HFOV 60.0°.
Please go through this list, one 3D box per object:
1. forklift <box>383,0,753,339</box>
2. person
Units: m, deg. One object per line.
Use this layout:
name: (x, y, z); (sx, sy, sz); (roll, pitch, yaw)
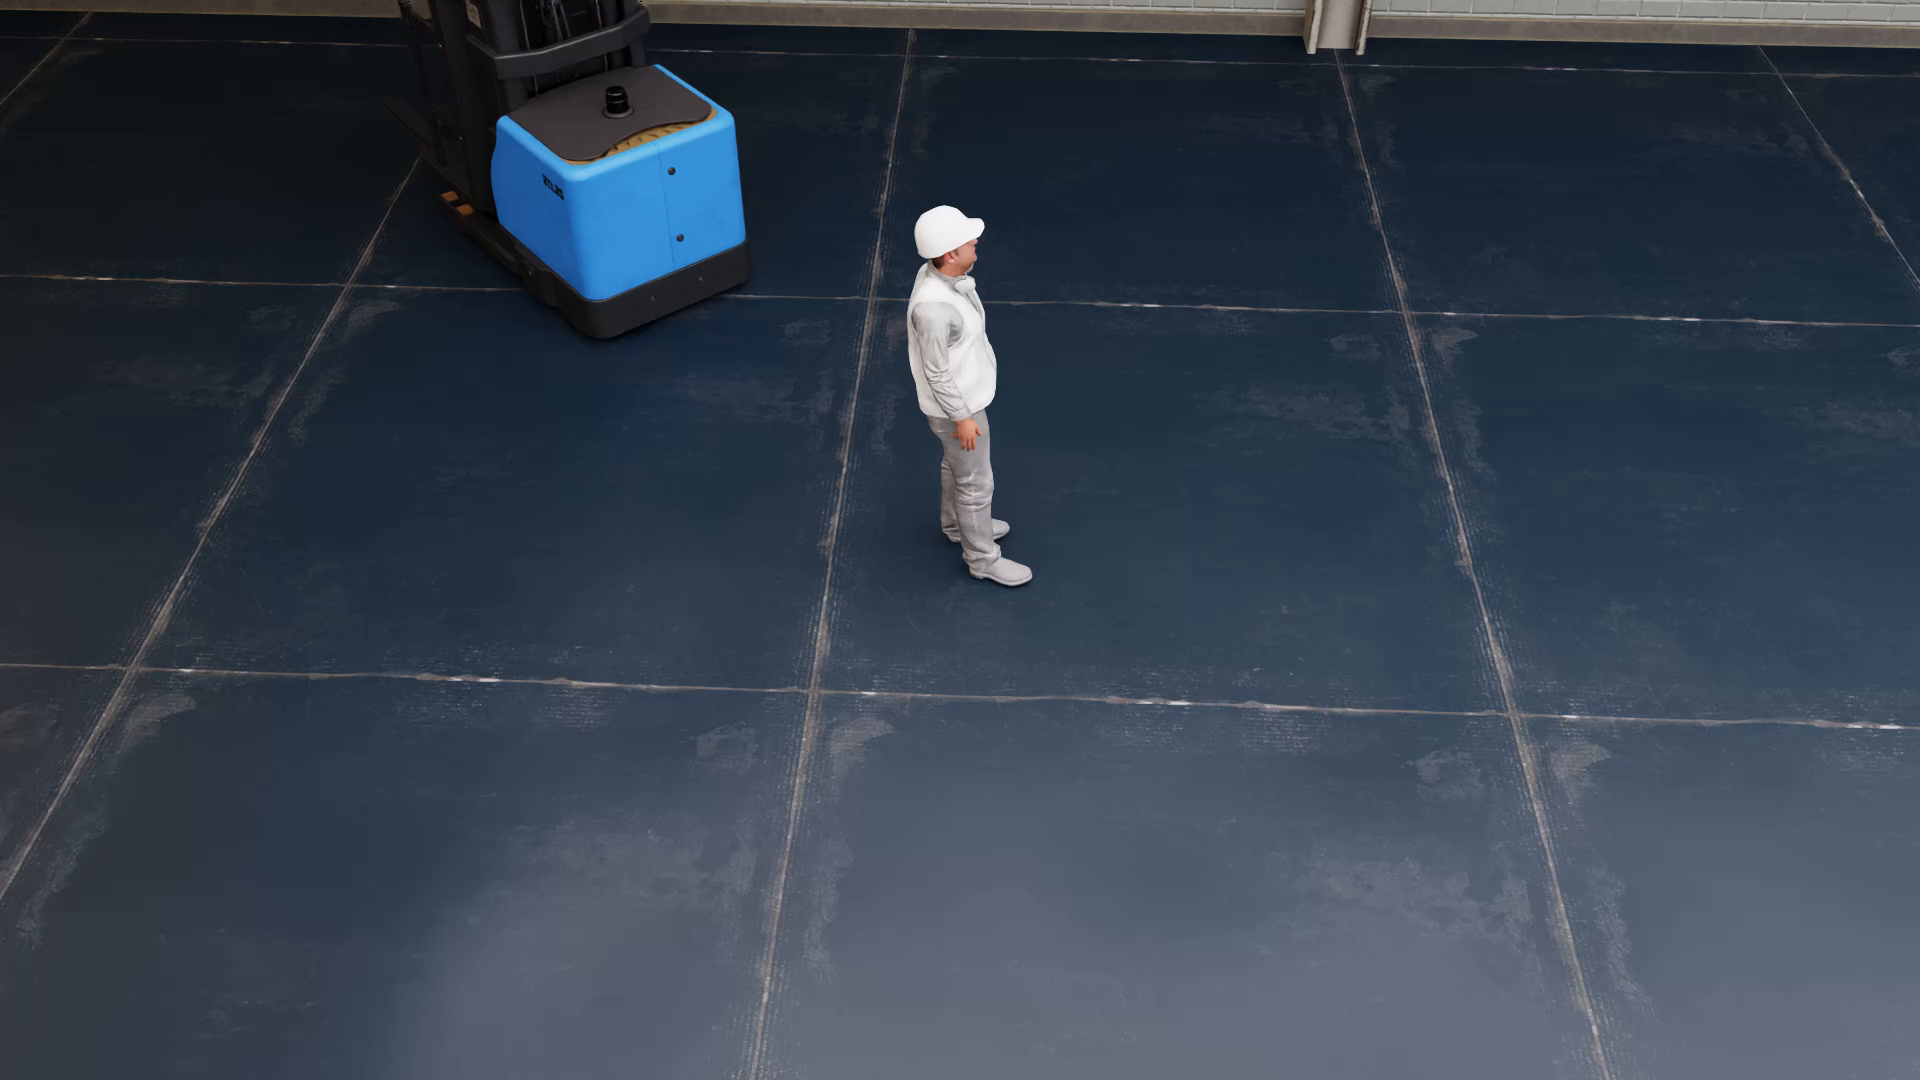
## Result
forklift: (-2.500, -3.104, 9.143); (1.130, 2.935, 3.031); (-29, 50, -28)
person: (0.061, -0.653, 7.305); (0.568, 1.773, 0.632); (2, 42, 2)
